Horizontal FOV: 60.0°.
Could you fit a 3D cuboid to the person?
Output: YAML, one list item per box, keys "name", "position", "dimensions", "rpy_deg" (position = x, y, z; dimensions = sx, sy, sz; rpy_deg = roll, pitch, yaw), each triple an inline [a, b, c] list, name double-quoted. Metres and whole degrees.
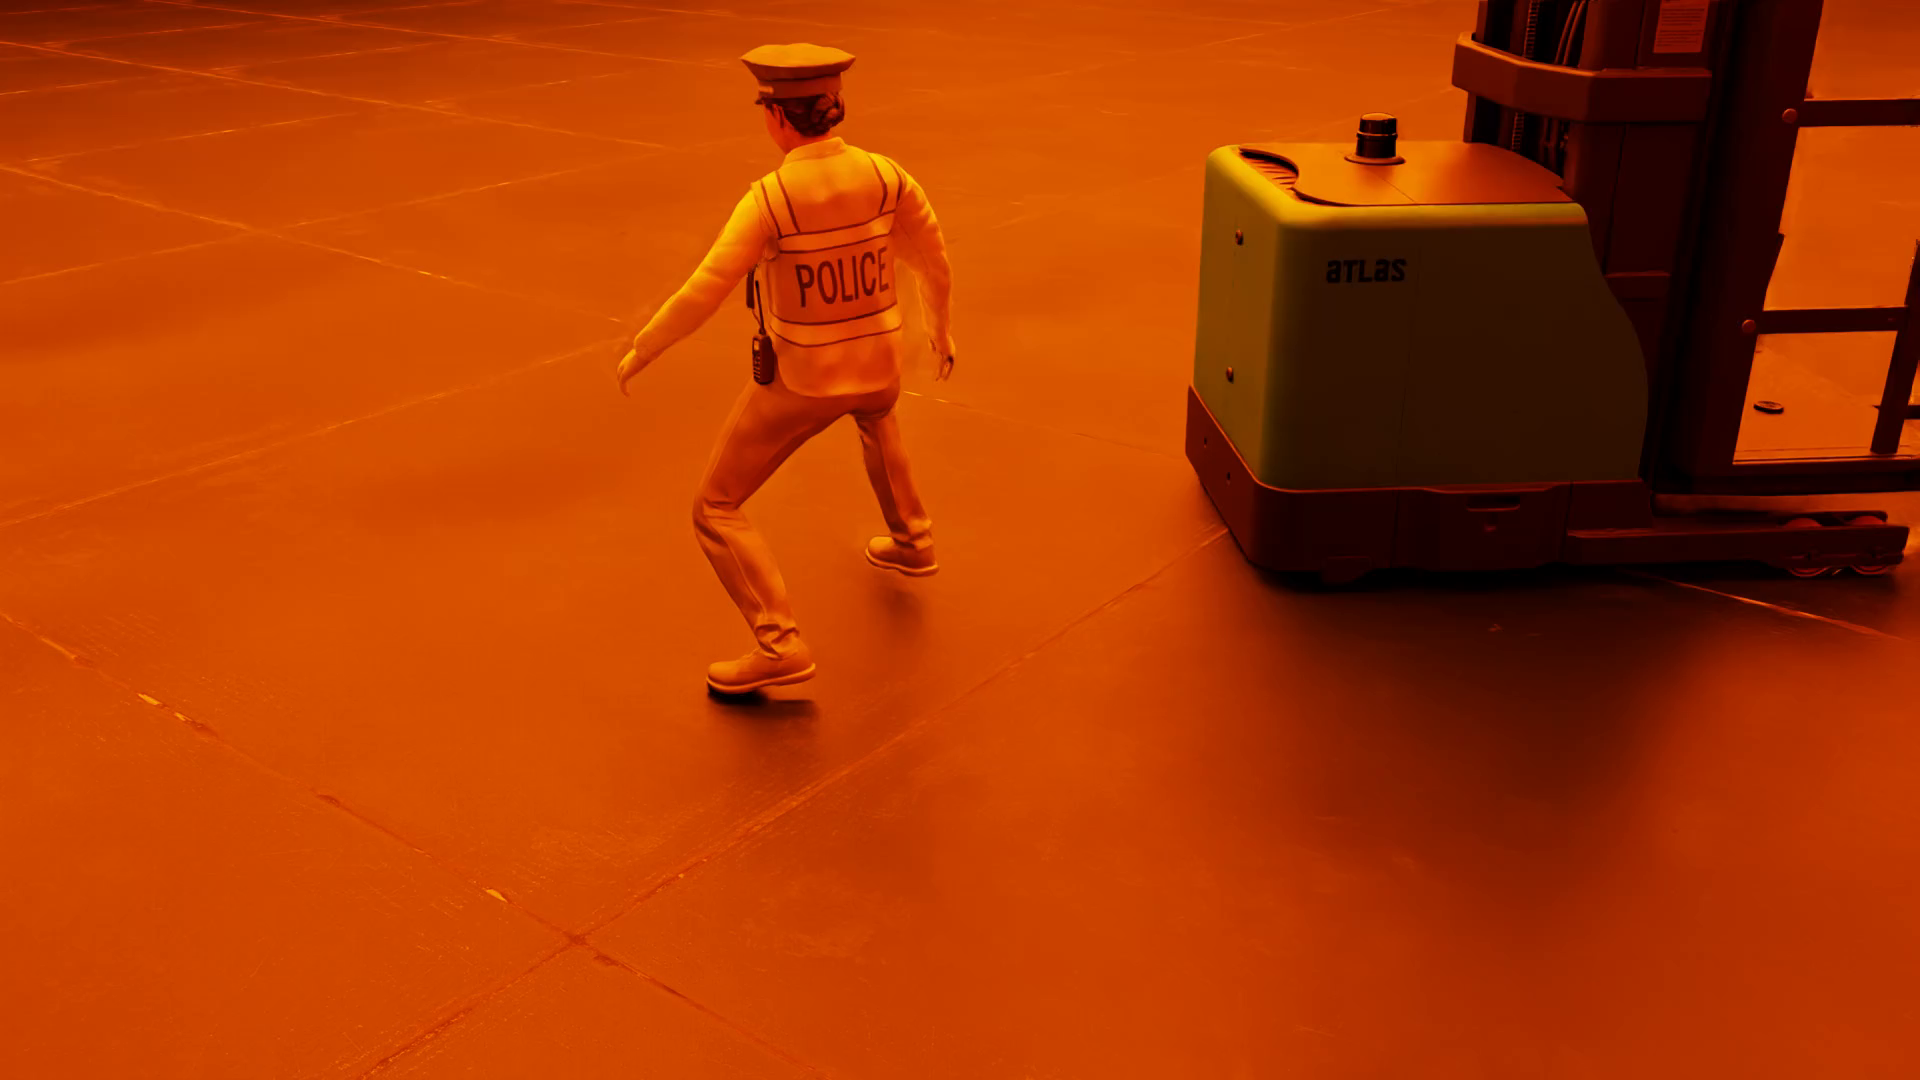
- name: "person"
  position: [-0.370, -0.452, 4.124]
  dimensions: [0.880, 1.511, 0.645]
  rpy_deg: [-13, 27, -27]

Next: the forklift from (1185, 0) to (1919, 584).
- name: "forklift"
  position: [2.289, -1.446, 4.665]
  dimensions: [3.031, 2.935, 1.130]
  rpy_deg: [-2, 24, -5]
